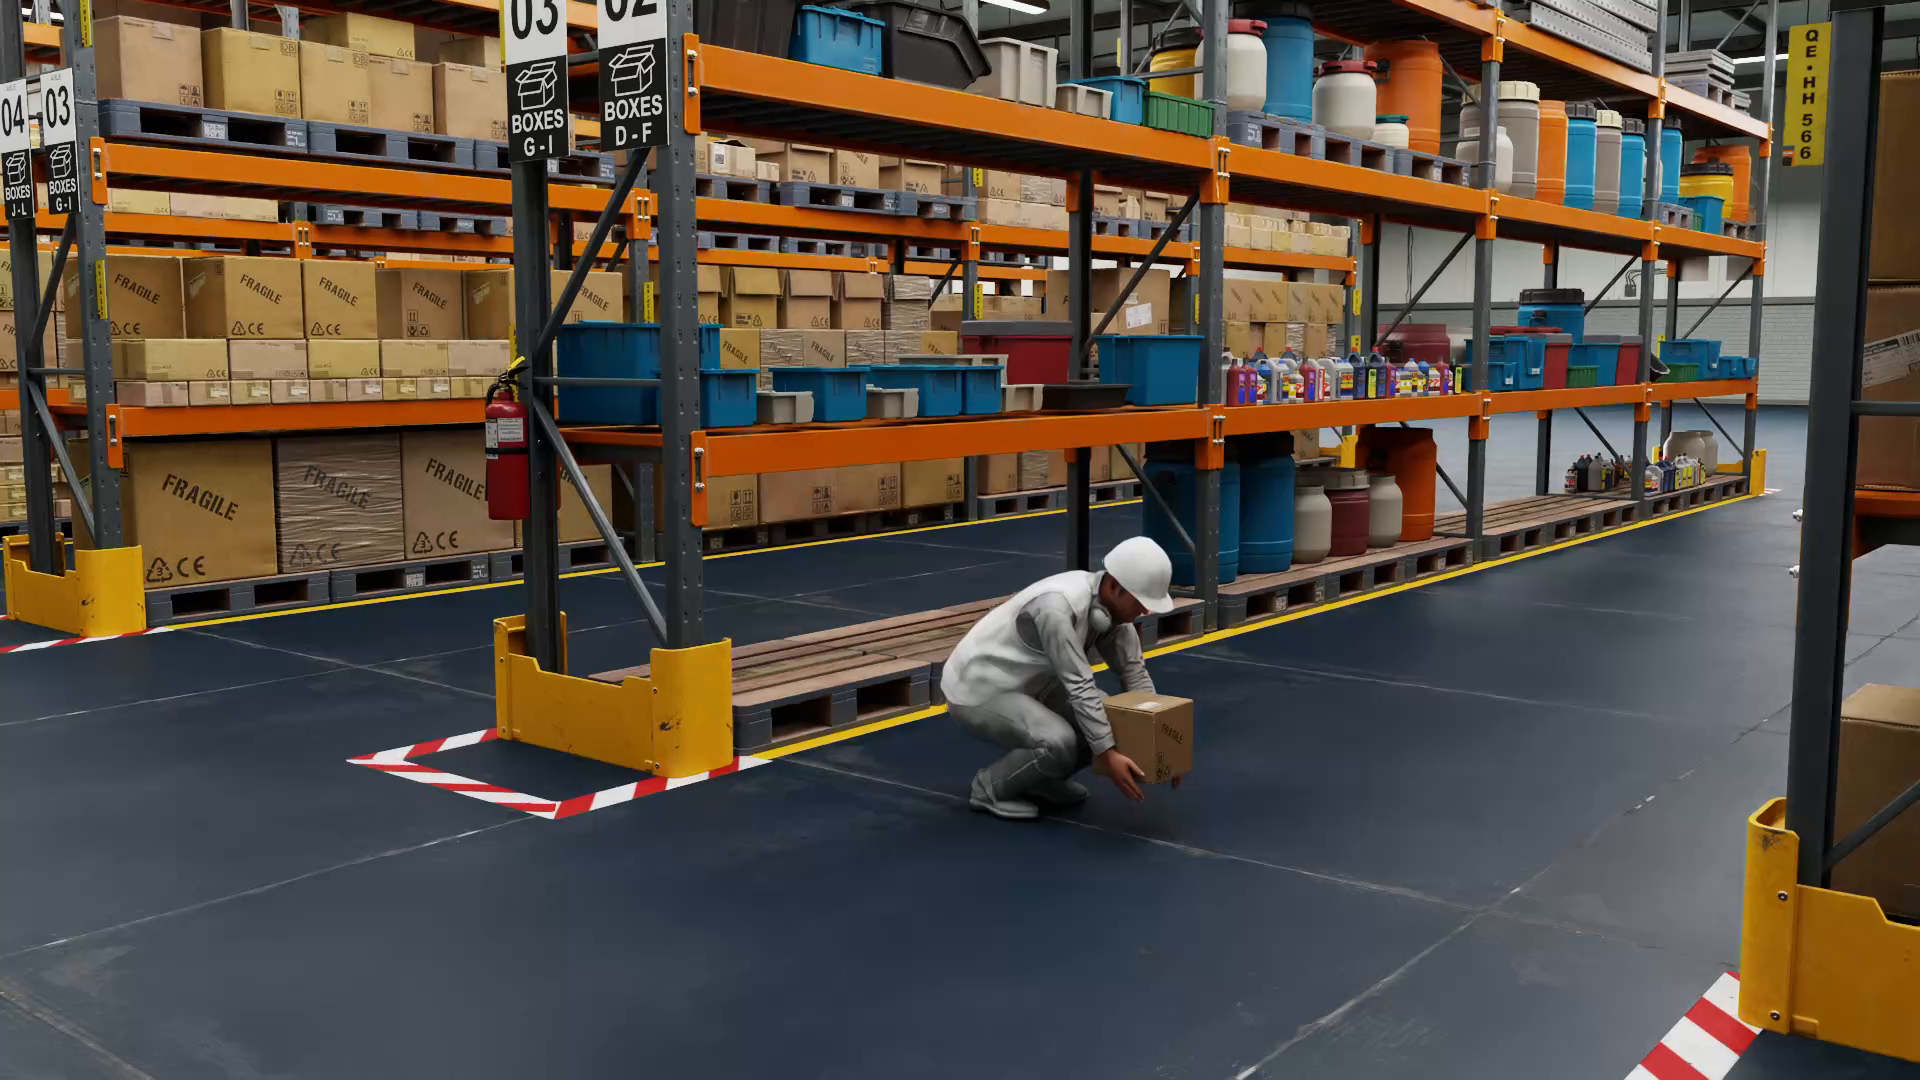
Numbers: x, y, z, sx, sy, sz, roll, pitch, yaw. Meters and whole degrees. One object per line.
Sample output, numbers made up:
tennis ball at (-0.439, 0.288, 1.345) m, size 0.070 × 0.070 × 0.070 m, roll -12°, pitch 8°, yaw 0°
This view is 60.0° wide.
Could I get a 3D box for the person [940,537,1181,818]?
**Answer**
person at (0.366, 0.478, 5.888) m, size 0.881 × 1.011 × 0.525 m, roll 5°, pitch 8°, yaw 38°
